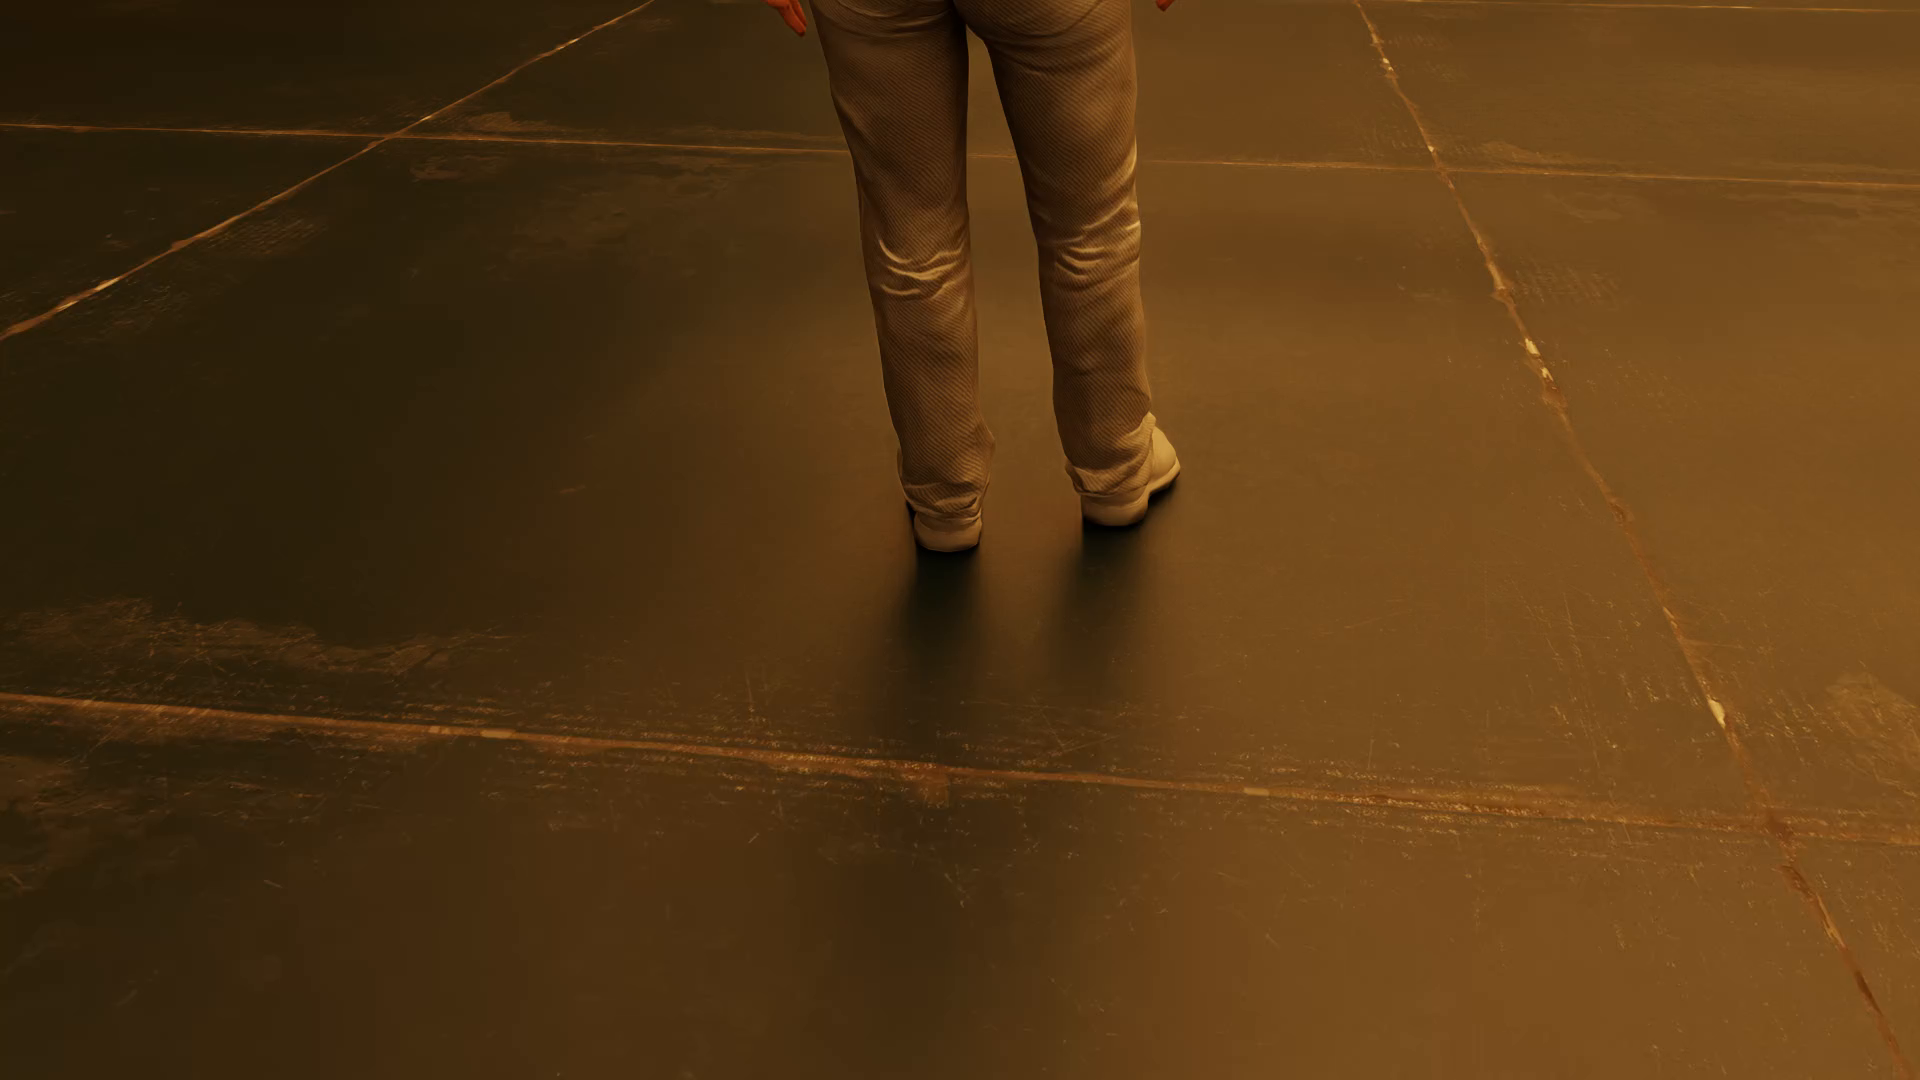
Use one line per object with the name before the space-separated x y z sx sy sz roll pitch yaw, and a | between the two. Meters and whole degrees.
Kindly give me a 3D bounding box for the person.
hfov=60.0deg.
person | 0.016 -0.826 2.157 0.634 1.770 0.566 3 27 7
